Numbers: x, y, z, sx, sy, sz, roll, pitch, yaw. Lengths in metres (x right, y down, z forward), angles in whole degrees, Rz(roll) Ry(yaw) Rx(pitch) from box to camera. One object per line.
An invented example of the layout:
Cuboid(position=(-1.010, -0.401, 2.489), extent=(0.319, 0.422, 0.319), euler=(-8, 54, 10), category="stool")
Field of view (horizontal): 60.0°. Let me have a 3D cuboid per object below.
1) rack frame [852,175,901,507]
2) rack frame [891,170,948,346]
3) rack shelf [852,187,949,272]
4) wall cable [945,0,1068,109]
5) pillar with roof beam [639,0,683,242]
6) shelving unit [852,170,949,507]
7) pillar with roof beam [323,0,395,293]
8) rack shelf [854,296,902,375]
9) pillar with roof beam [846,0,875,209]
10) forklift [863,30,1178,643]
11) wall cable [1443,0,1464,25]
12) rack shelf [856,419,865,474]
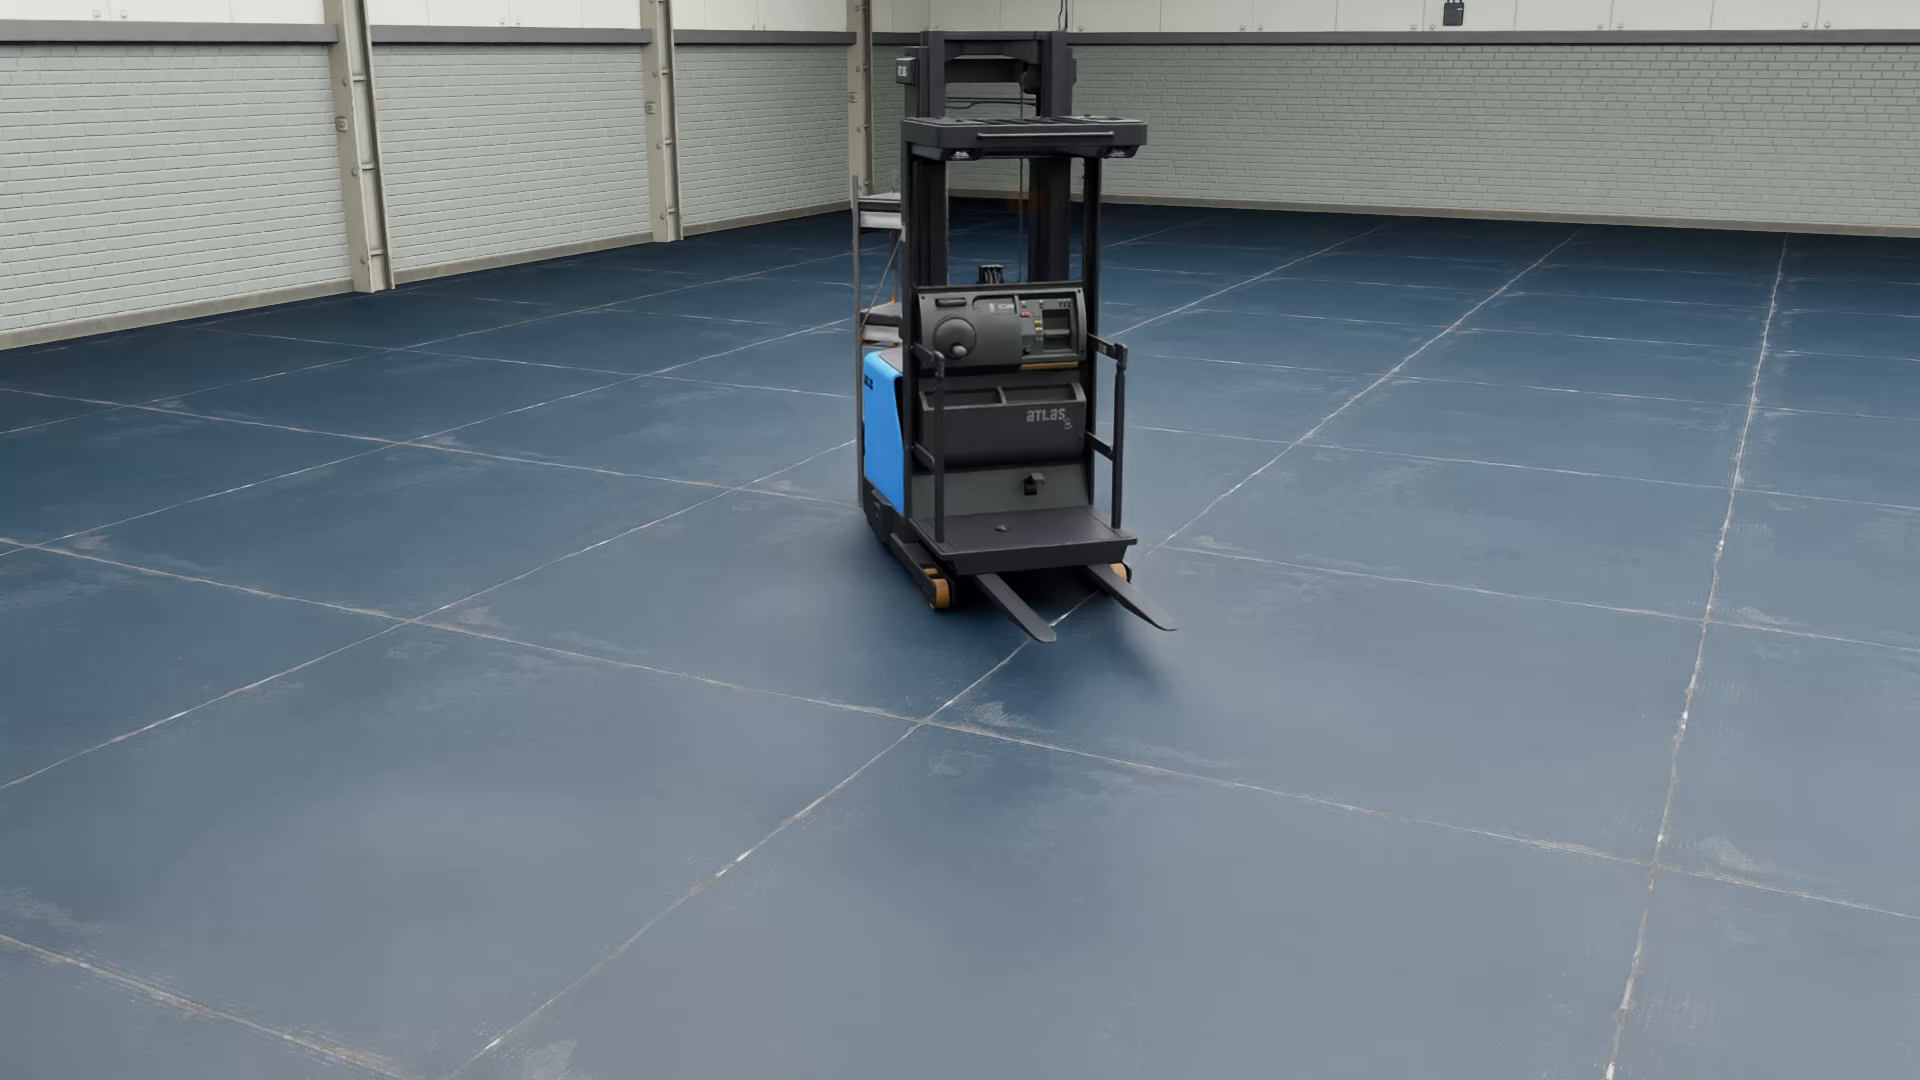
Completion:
Cuboid(position=(-0.478, -1.199, 10.375), extent=(0.400, 2.100, 0.015), euler=(8, 18, 26), category="rack frame")
Cuboid(position=(-0.256, -1.323, 10.791), extent=(0.400, 2.100, 0.015), euler=(8, 18, 26), category="rack frame")
Cuboid(position=(-0.367, -1.919, 10.388), extent=(0.431, 0.518, 0.480), euler=(8, 18, 26), category="rack shelf")
Cuboid(position=(0.702, -9.520, 31.726), extent=(3.097, 2.526, 0.112), euler=(8, 18, 25), category="wall cable")
Cuboid(position=(-0.627, -8.351, 22.334), extent=(9.100, 9.000, 0.400), euler=(8, 18, 25), category="pillar with roof beam")
Cuboid(position=(-0.367, -1.261, 10.583), extent=(0.431, 2.100, 0.503), euler=(8, 18, 26), category="shelving unit")
Cuboid(position=(-3.308, -6.822, 17.189), extent=(9.100, 9.000, 0.400), euler=(8, 18, 25), category="pillar with roof beam")
Cuboid(position=(-0.367, -1.248, 10.587), extent=(0.431, 0.518, 0.480), euler=(8, 18, 26), category="rack shelf")
Cuboid(position=(2.054, -9.879, 27.480), extent=(9.100, 9.000, 0.400), euler=(8, 18, 25), category="pillar with roof beam")
Cuboid(position=(0.294, -1.161, 8.785), extent=(1.130, 2.935, 3.031), euler=(-5, 17, -15), category="forklift")
Cuboid(position=(9.188, -11.427, 26.720), extent=(2.305, 6.003, 0.169), euler=(8, 18, 25), category="wall cable")
Cuboid(position=(-0.367, -0.577, 10.786), extent=(0.431, 0.518, 0.480), euler=(8, 18, 26), category="rack shelf")
